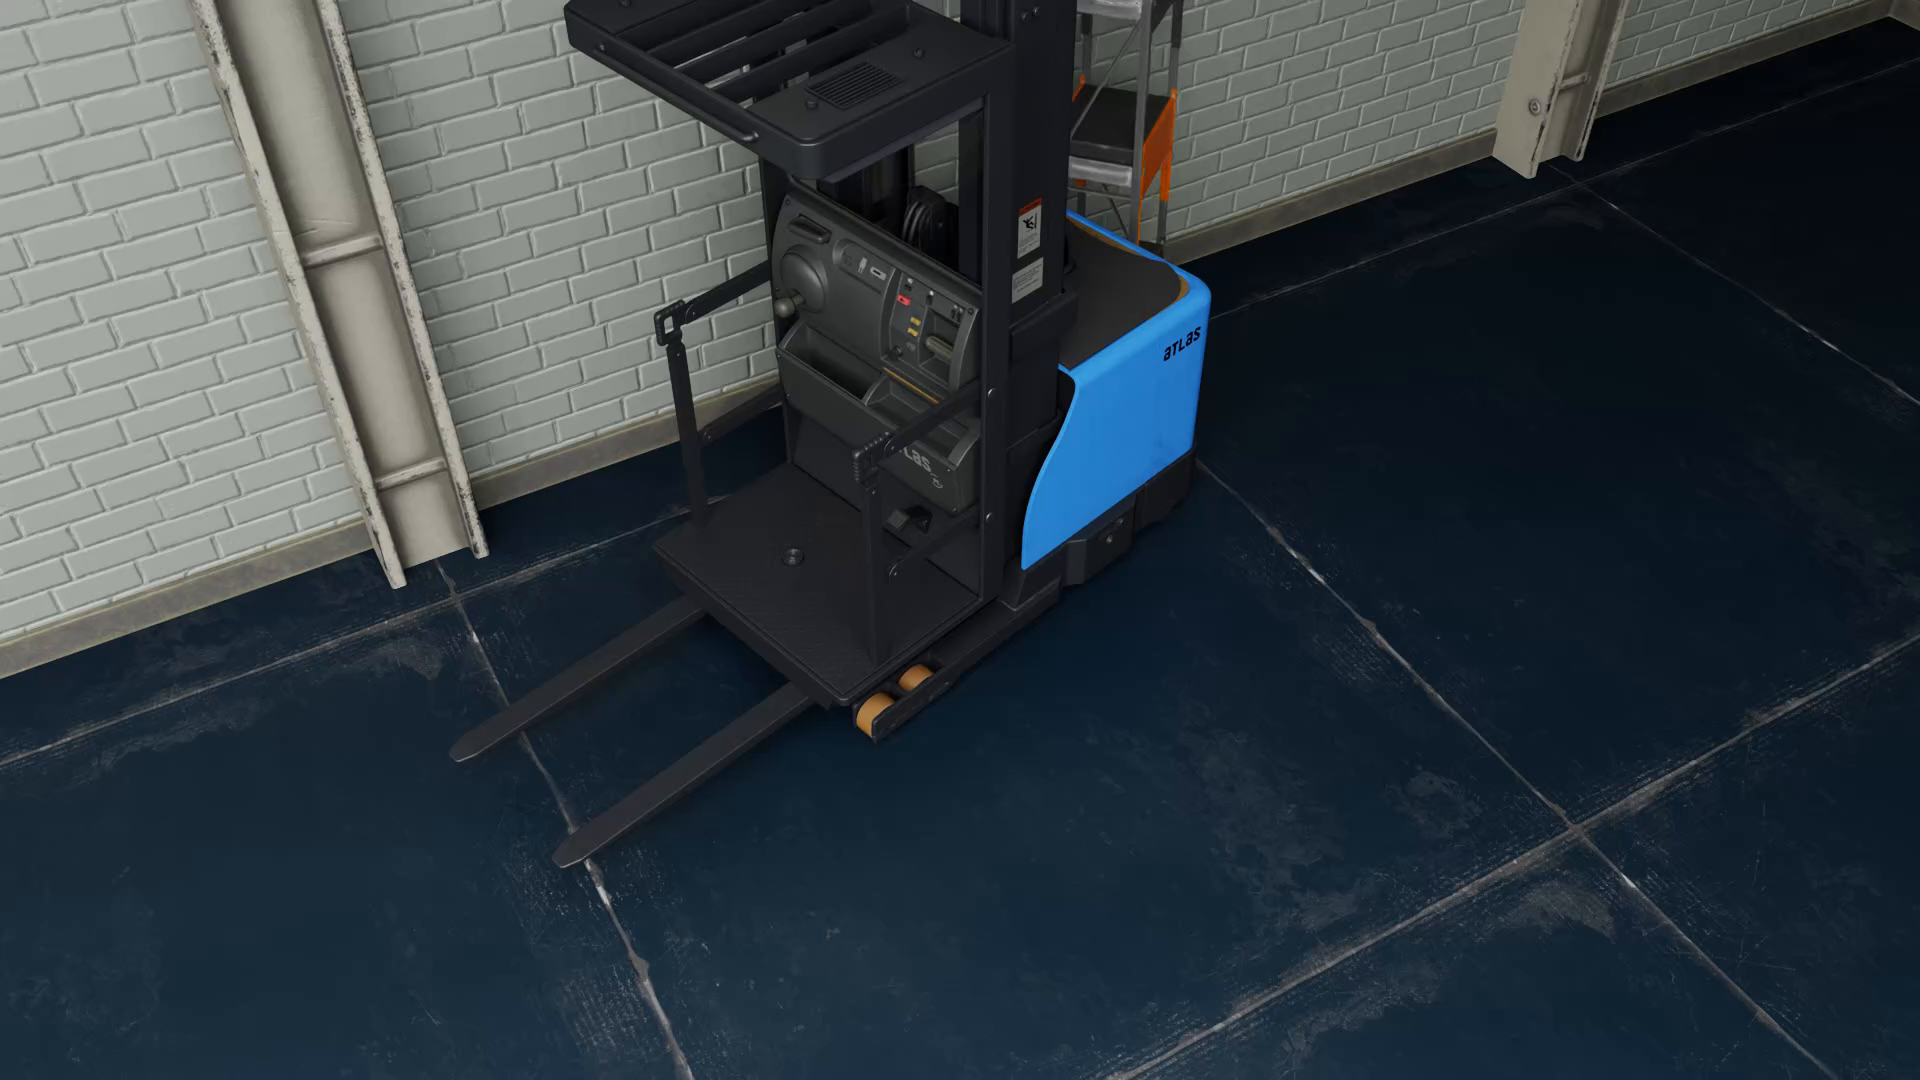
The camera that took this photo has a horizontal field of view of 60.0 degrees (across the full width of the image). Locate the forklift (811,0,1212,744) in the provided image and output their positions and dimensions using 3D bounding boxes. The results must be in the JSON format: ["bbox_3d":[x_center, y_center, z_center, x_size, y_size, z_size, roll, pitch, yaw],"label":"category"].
[{"bbox_3d":[-0.443,-0.745,5.413,3.031,2.935,1.130,-35,54,-30],"label":"forklift"}]

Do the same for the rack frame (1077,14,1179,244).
[{"bbox_3d":[0.697,-1.704,6.990,0.400,2.100,0.015,14,45,16],"label":"rack frame"}]

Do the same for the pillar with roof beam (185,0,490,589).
[{"bbox_3d":[0.007,-0.596,0.903,0.400,9.000,9.100,-22,48,-21],"label":"pillar with roof beam"}]

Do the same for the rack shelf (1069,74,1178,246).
[{"bbox_3d":[0.612,-1.537,6.832,0.431,0.518,0.480,14,45,16],"label":"rack shelf"}]

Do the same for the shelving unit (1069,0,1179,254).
[{"bbox_3d":[0.614,-1.551,6.827,0.431,2.100,0.492,14,45,16],"label":"shelving unit"}]

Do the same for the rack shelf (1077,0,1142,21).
[{"bbox_3d":[0.597,-2.125,6.289,0.332,0.100,0.442,14,45,16],"label":"rack shelf"}]

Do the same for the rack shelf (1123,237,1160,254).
[{"bbox_3d":[0.622,-1.124,7.215,0.368,0.174,0.457,14,45,16],"label":"rack shelf"}]
